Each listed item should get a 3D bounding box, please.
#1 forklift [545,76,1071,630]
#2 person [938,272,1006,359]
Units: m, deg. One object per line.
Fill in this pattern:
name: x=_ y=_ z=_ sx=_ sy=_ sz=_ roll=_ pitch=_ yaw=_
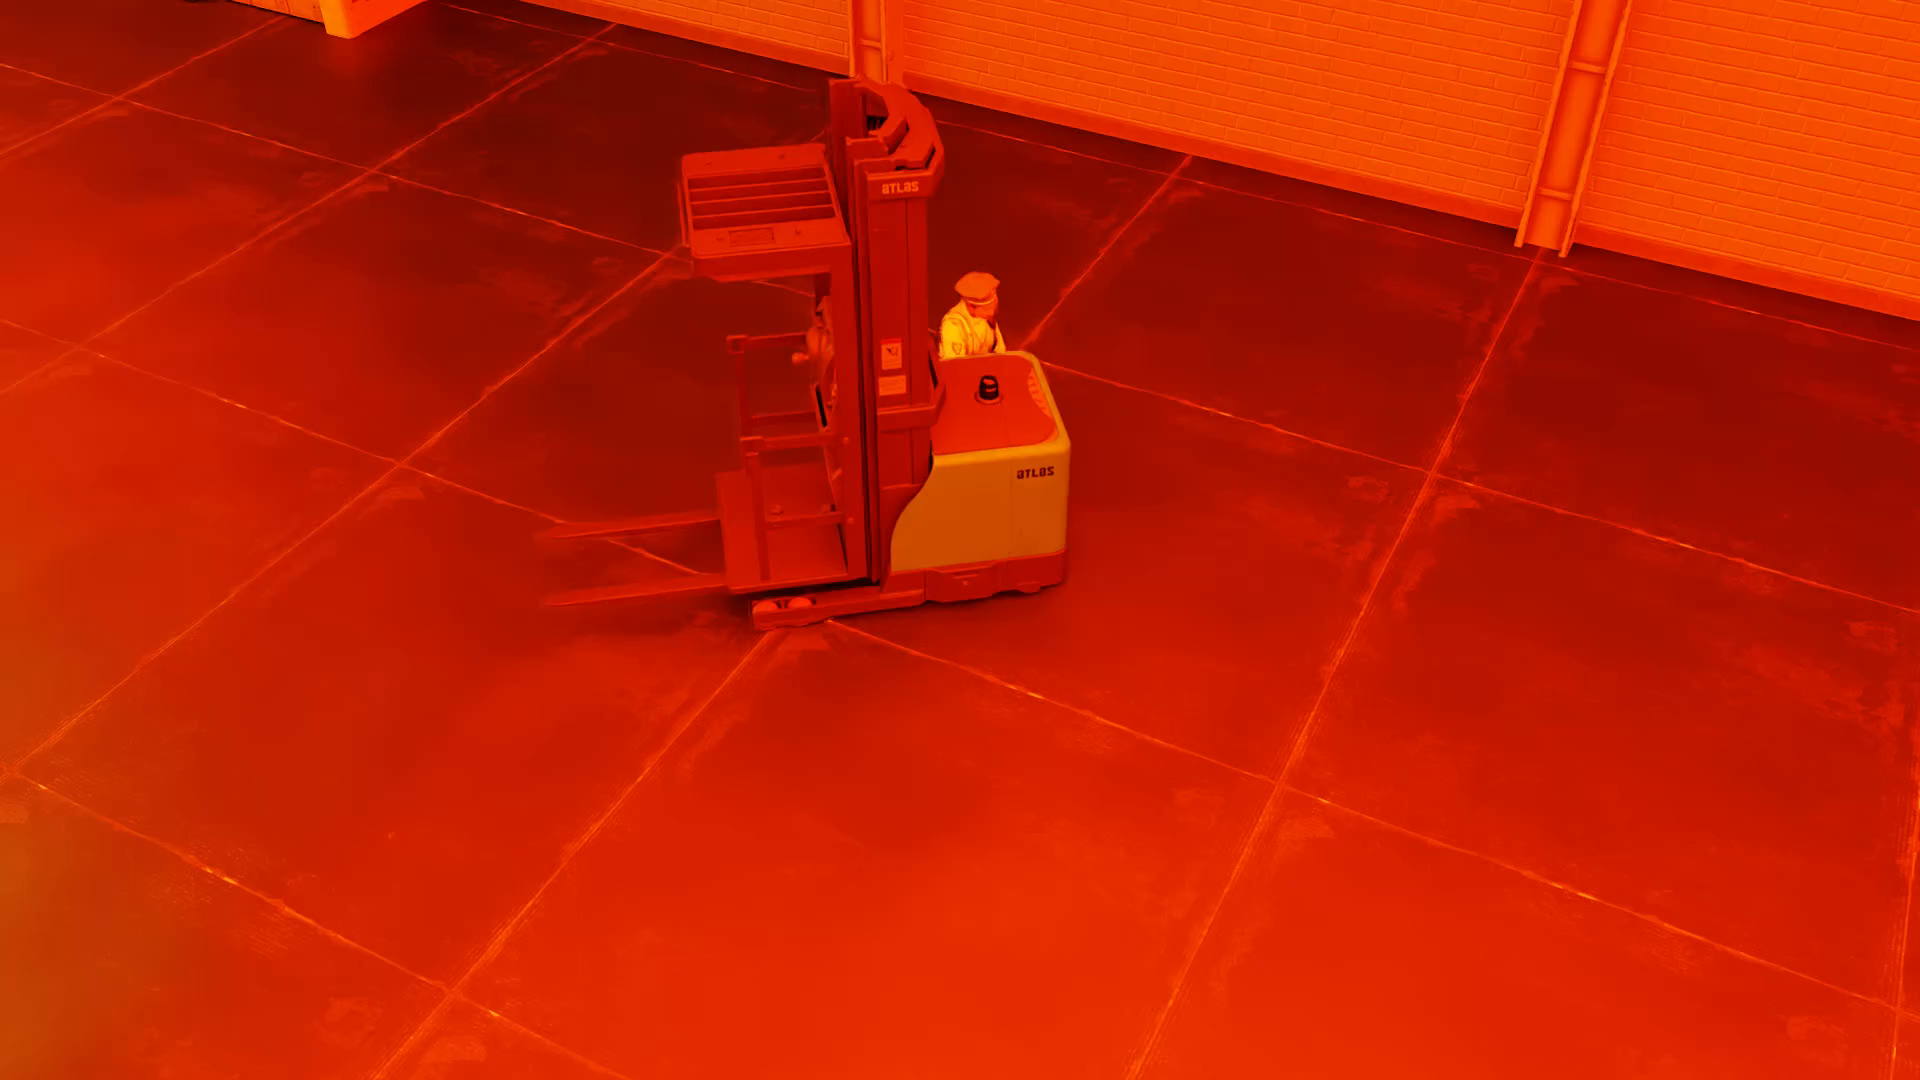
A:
forklift: x=-0.932 y=-0.969 z=9.137 sx=3.031 sy=2.935 sz=1.130 roll=-7 pitch=41 yaw=-8
person: x=0.226 y=-0.943 z=10.346 sx=0.857 sy=1.465 sz=0.738 roll=25 pitch=46 yaw=27
